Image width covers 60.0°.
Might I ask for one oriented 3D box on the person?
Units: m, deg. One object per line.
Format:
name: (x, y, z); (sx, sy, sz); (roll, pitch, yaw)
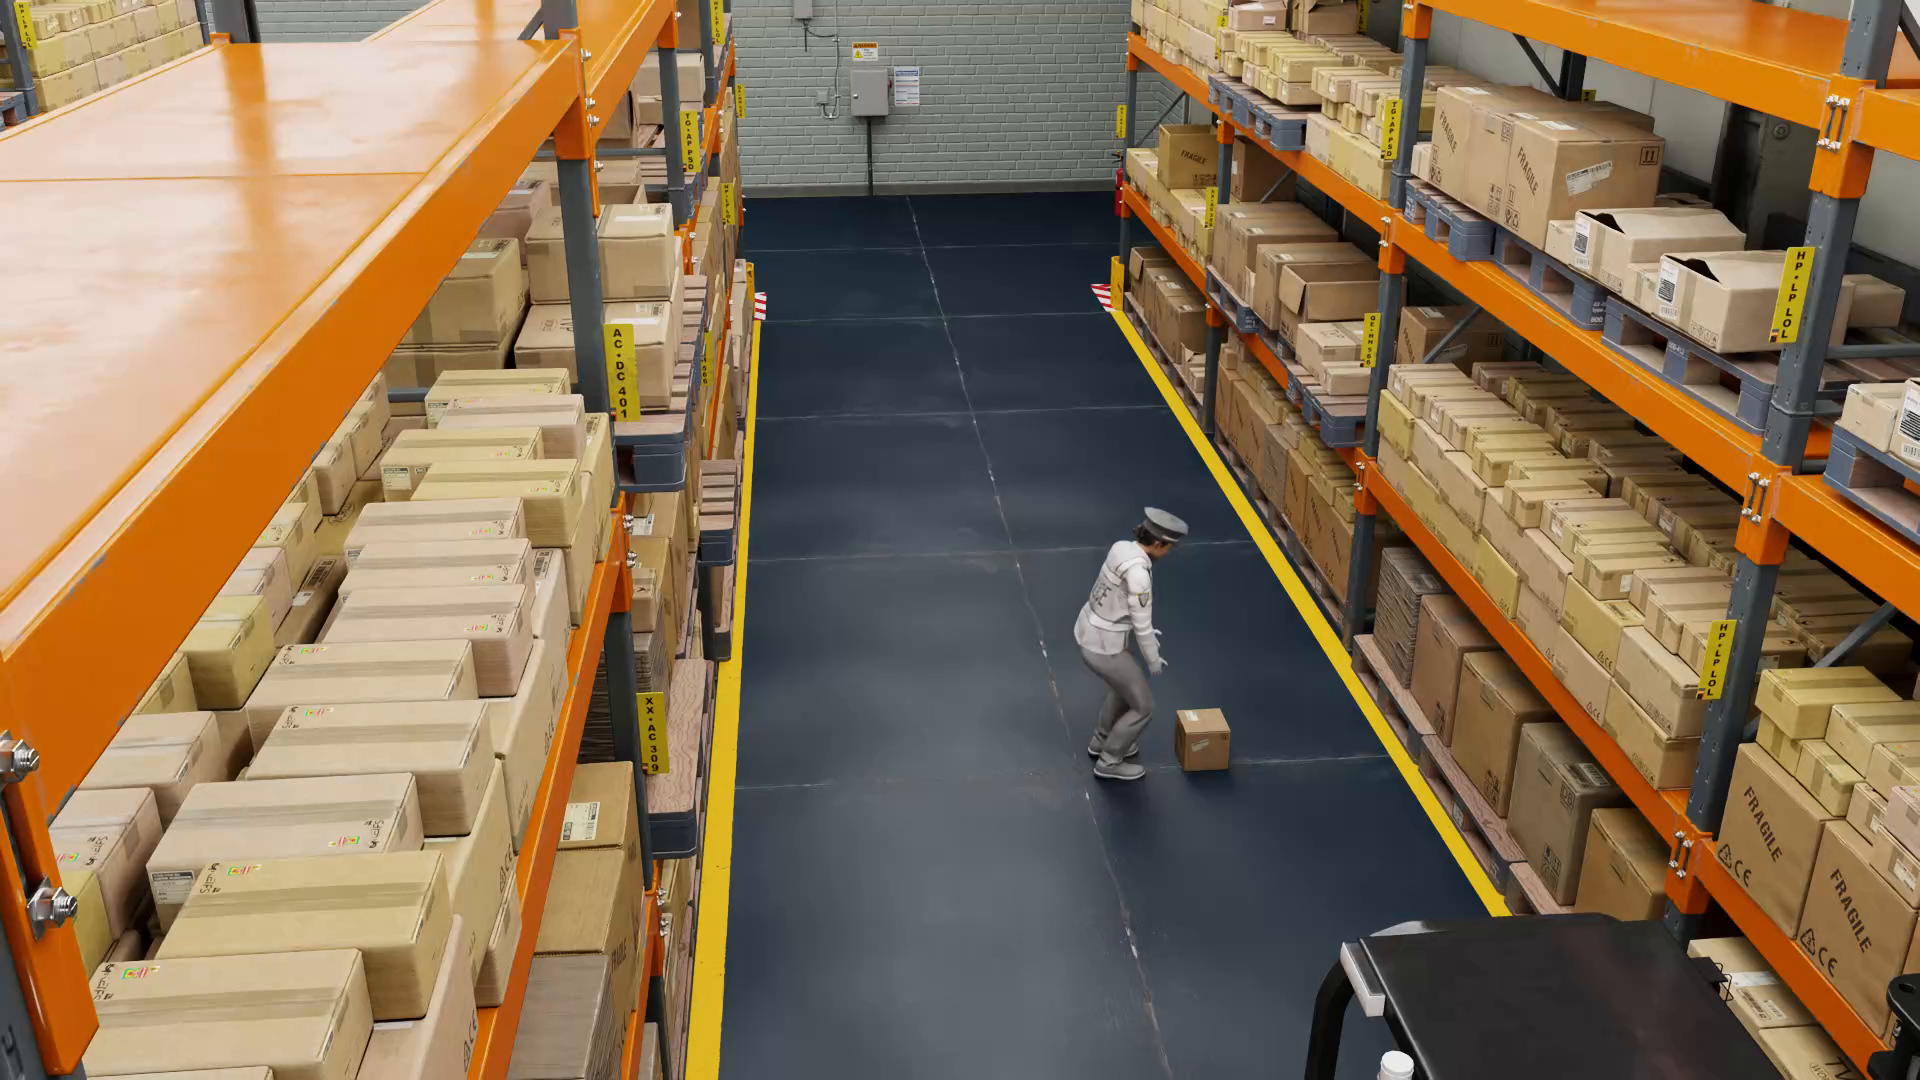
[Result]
person: (0.913, 0.550, 9.049); (0.591, 1.522, 0.527); (-2, 24, -4)
